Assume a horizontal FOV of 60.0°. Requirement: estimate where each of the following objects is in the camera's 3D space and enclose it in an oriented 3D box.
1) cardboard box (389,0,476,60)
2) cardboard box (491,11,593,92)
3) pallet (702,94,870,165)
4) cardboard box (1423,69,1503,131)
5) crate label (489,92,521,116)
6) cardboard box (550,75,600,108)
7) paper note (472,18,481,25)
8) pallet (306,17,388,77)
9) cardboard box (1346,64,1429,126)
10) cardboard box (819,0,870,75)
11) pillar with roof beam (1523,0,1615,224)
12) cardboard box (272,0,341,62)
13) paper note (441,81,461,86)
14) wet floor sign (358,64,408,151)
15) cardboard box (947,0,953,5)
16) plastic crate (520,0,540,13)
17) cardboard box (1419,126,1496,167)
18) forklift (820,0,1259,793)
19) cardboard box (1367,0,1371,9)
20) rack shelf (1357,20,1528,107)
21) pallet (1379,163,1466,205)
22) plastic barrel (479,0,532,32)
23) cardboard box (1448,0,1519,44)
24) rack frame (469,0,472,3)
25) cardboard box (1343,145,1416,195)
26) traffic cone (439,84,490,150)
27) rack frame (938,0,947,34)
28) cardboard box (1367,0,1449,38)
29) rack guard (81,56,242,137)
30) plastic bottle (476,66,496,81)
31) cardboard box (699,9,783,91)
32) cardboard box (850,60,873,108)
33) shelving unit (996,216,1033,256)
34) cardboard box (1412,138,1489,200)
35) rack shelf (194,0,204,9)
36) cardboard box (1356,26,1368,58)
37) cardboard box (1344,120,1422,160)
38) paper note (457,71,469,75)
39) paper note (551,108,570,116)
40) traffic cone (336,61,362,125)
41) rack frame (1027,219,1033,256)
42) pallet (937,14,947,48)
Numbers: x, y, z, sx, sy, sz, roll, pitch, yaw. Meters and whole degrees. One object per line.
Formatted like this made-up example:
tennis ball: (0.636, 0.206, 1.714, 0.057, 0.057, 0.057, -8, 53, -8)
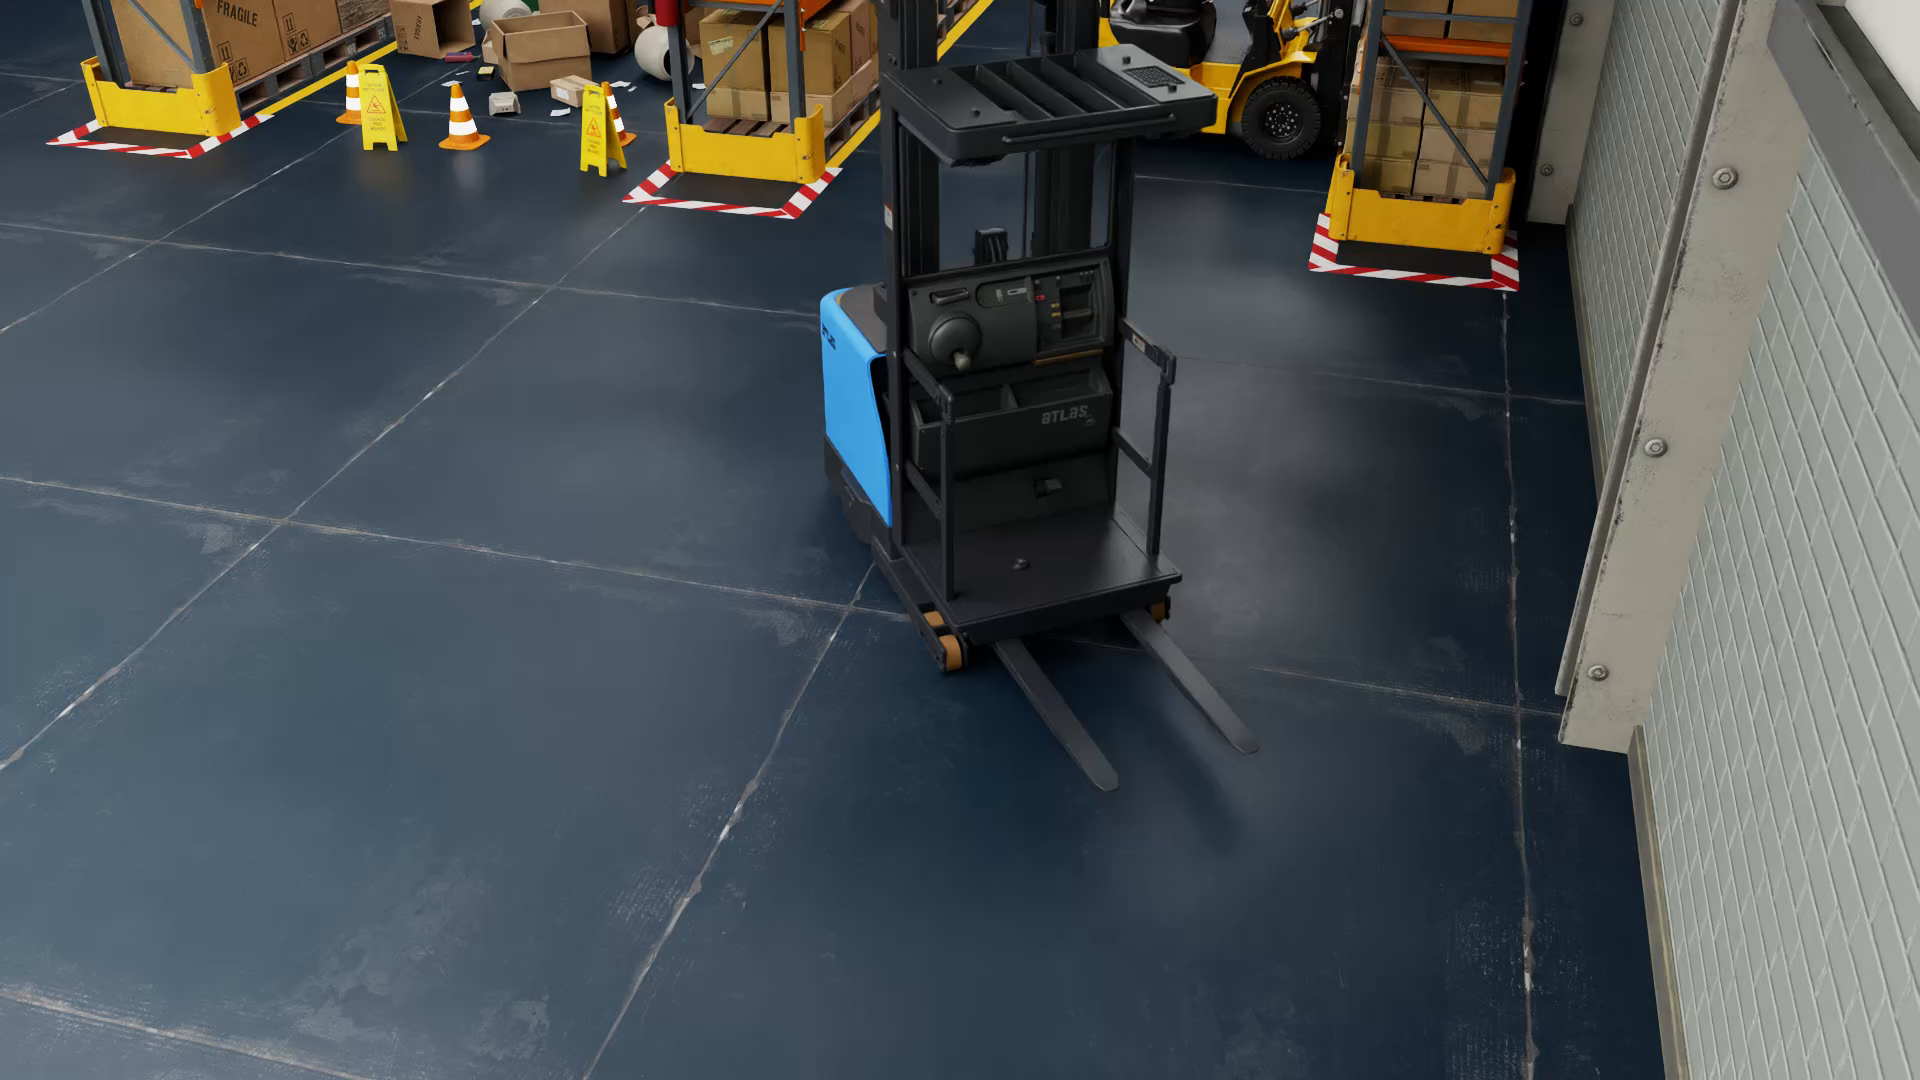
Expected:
cardboard box: (-4.836, -4.750, 15.254, 0.500, 0.500, 0.500, 14, 35, 21)
cardboard box: (-3.639, -4.255, 14.474, 0.797, 0.503, 0.637, -14, 35, -21)
pallet: (-1.377, -3.332, 13.294, 1.003, 0.211, 1.213, 8, 33, 12)
cardboard box: (3.471, -3.041, 11.477, 0.500, 0.250, 0.500, 8, 33, 12)
crate label: (-3.795, -3.634, 13.839, 0.250, 0.136, 0.298, -8, 33, -13)
cardboard box: (-3.258, -3.804, 14.095, 0.380, 0.149, 0.250, 28, 42, 36)
paper note: (-4.730, -5.025, 16.125, 0.147, 0.020, 0.142, -14, 35, -21)
pallet: (-6.011, -4.554, 15.216, 1.003, 0.211, 1.213, 8, 33, 12)
cardboard box: (2.981, -3.099, 11.568, 0.500, 0.250, 0.500, 9, 34, 14)
cardboard box: (-1.030, -4.051, 13.299, 0.500, 0.500, 0.500, 7, 33, 11)
pillar with roof beam: (0.050, -6.735, 10.456, 9.100, 9.000, 0.400, 8, 33, 12)
cardboard box: (-6.121, -4.772, 14.550, 0.875, 0.875, 0.875, 8, 33, 12)
paper note: (-4.420, -3.981, 14.485, 0.144, 0.017, 0.142, 20, 38, 29)
wet floor sign: (-4.542, -3.396, 12.990, 0.267, 0.644, 0.232, 3, 33, 4)
cardboard box: (-0.491, -5.469, 16.114, 0.950, 0.372, 0.625, 8, 33, 13)
plastic crate: (-4.212, -5.319, 16.388, 0.662, 0.188, 0.450, -28, 32, -37)
cardboard box: (3.486, -2.822, 11.599, 0.500, 0.250, 0.500, 9, 33, 13)
forklift: (0.309, -0.911, 6.951, 1.130, 2.935, 3.031, -12, 34, -18)
cardboard box: (3.500, -4.161, 13.239, 0.500, 0.250, 0.500, 9, 34, 14)
rack shelf: (3.673, -4.113, 12.594, 1.077, 0.370, 4.000, 8, 33, 12)
pallet: (3.319, -2.604, 12.150, 1.003, 0.211, 1.213, 8, 33, 12)
plastic barrel: (-4.239, -4.865, 15.508, 0.421, 0.421, 0.512, -21, 38, -29)
cardboard box: (3.560, -3.640, 11.086, 0.500, 0.500, 0.500, 9, 34, 14)
rack frame: (-5.435, -6.749, 16.071, 1.000, 3.000, 0.127, 8, 33, 12)
cardboard box: (2.979, -2.682, 11.845, 0.500, 0.250, 0.500, 8, 33, 13)
traffic cone: (-3.935, -3.355, 13.096, 0.336, 0.463, 0.334, 8, 33, 12)
rack frame: (-0.621, -6.128, 15.093, 1.000, 3.000, 0.127, 8, 33, 12)
cardboard box: (3.037, -3.712, 11.199, 0.500, 0.500, 0.500, 7, 33, 11)
rack guard: (-6.456, -3.606, 13.457, 1.175, 0.500, 0.348, 8, 33, 12)
plastic bottle: (-4.184, -4.132, 14.693, 0.133, 0.061, 0.283, -3, 33, -4)
cardboard box: (-1.685, -3.837, 12.962, 0.500, 0.500, 0.500, 8, 33, 13)
cardboard box: (-1.027, -3.714, 13.468, 0.500, 0.250, 0.500, 9, 34, 14)
shelving unit: (0.246, -1.105, 8.862, 0.189, 1.200, 0.258, 6, 33, 4)
cardboard box: (3.480, -2.624, 11.752, 0.500, 0.250, 0.500, 8, 33, 13)
rack shelf: (-5.942, -5.408, 14.632, 1.077, 0.370, 4.000, 8, 33, 12)
cardboard box: (3.223, -3.628, 12.400, 0.500, 0.250, 0.500, 8, 33, 13)
cardboard box: (2.987, -2.901, 11.724, 0.500, 0.250, 0.500, 8, 33, 12)
paper note: (-4.416, -4.147, 14.764, 0.032, 0.001, 0.123, 28, 42, 36)
paper note: (-3.322, -3.561, 13.823, 0.148, 0.019, 0.142, -3, 33, -4)
traffic cone: (-4.942, -3.685, 13.616, 0.336, 0.463, 0.334, 8, 33, 12)
rack frame: (0.336, -1.096, 8.855, 0.006, 1.200, 0.240, 6, 33, 4)
pallet: (-0.758, -4.598, 15.286, 1.003, 0.211, 1.213, 8, 33, 12)
